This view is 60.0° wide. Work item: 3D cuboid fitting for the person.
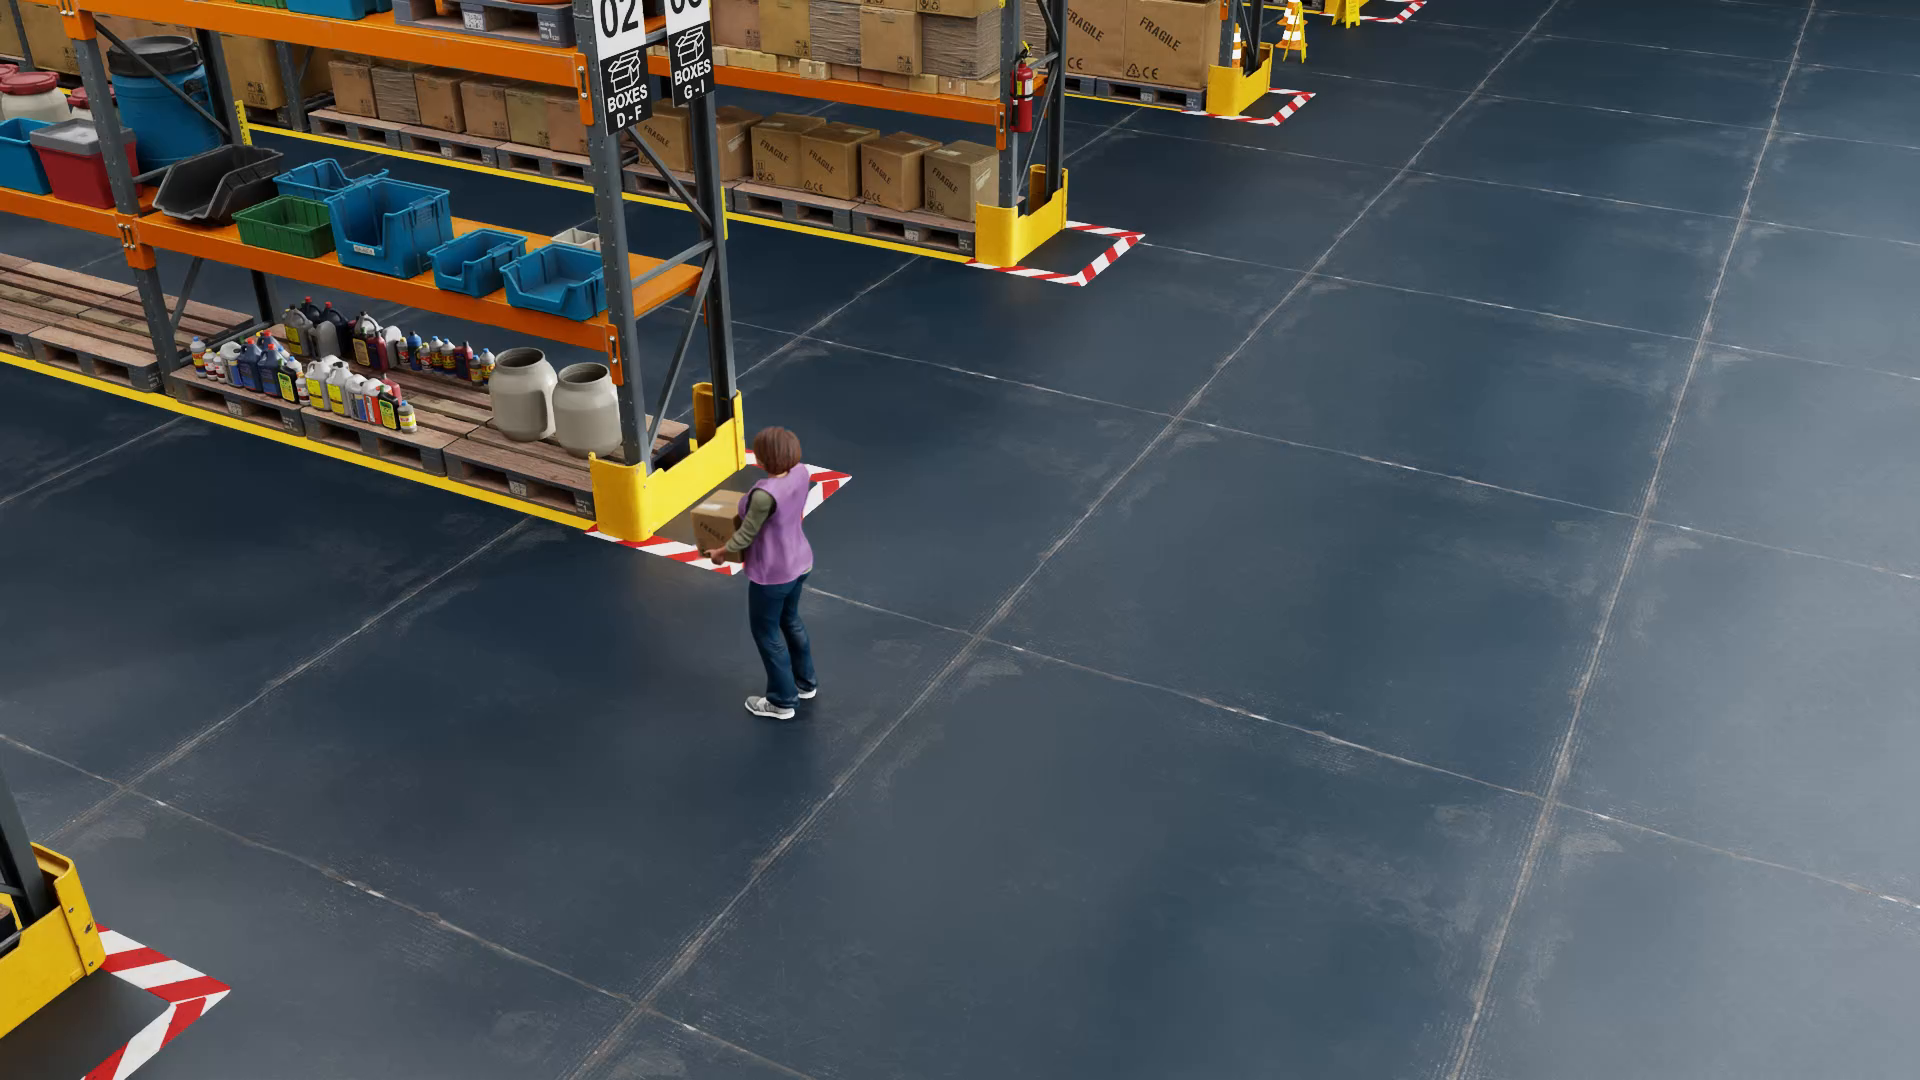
[{"bbox_3d":[-0.960,0.131,8.073,0.496,1.588,0.407,15,34,23],"label":"person"}]
